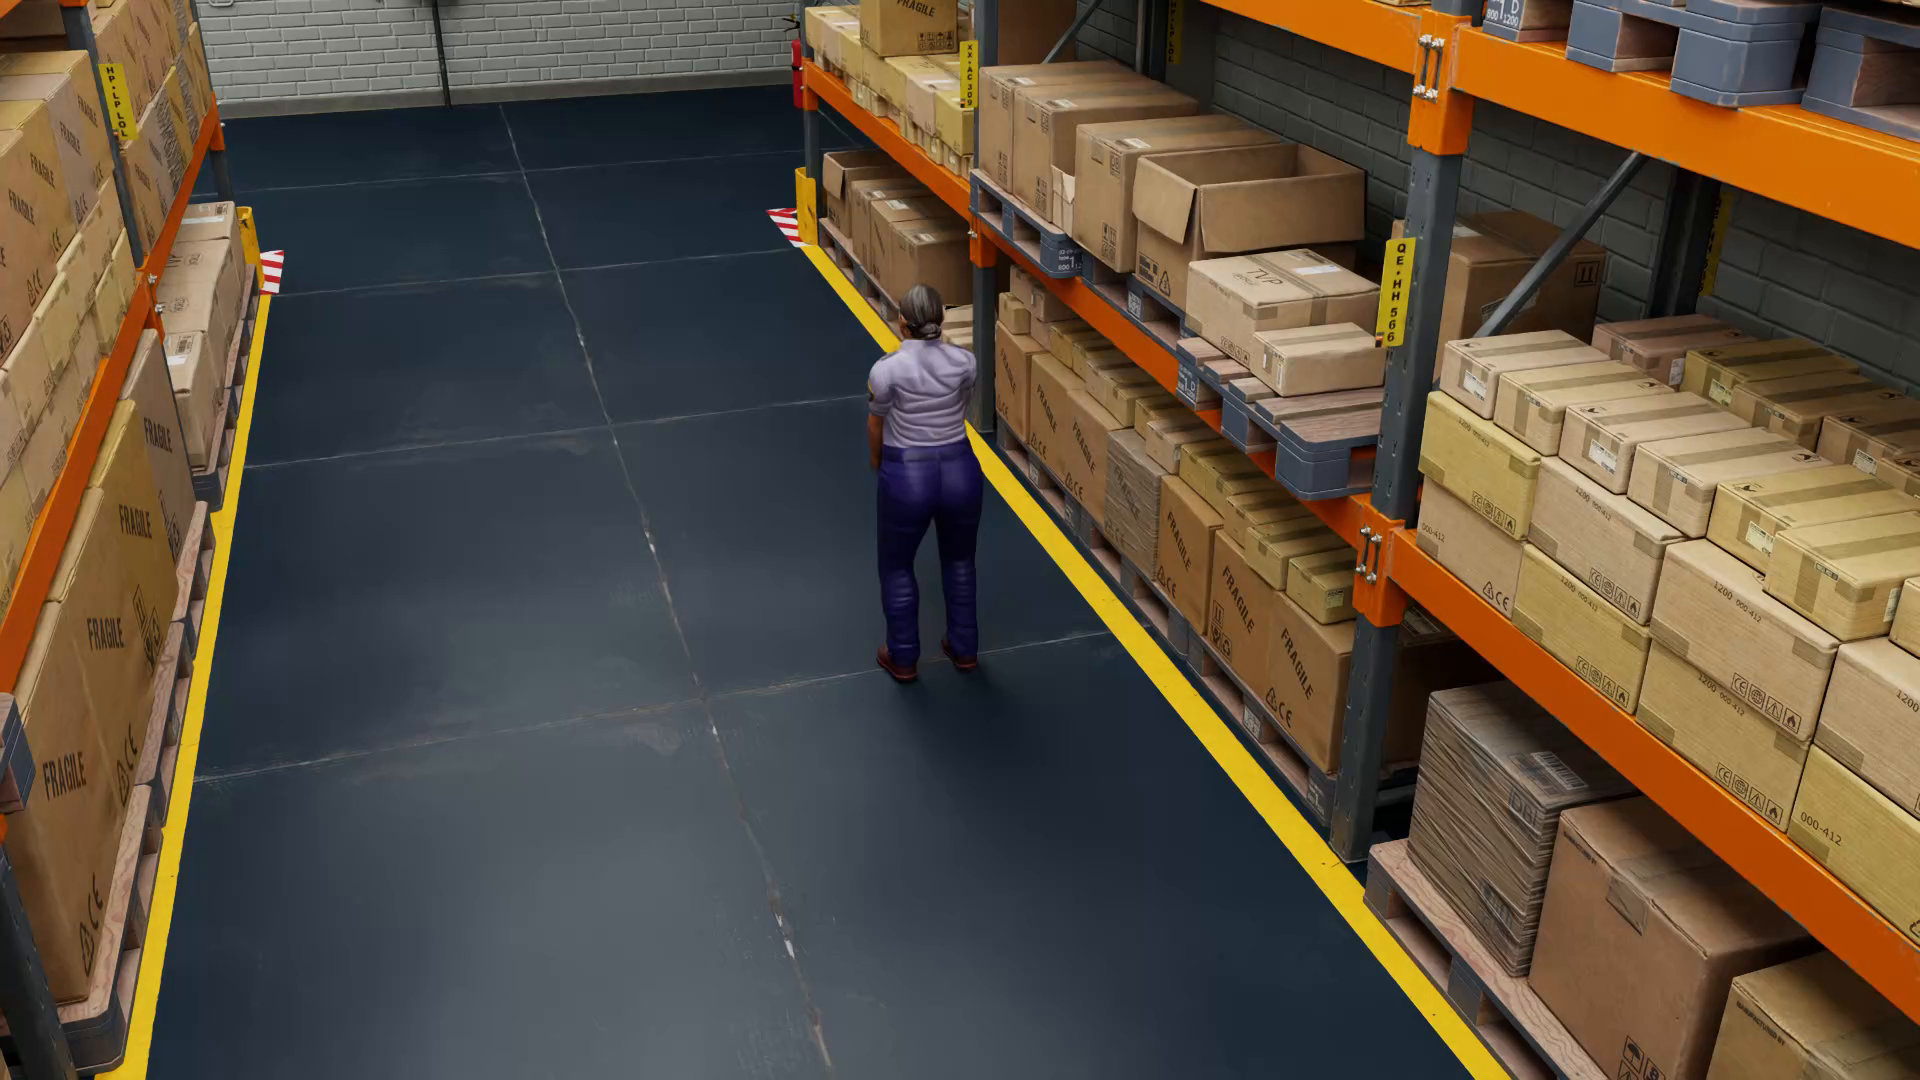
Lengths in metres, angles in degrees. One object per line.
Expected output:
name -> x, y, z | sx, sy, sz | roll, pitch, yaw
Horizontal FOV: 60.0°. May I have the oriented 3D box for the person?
person -> -0.135, -0.218, 6.562 | 0.562, 1.651, 0.369 | -10, 28, -19
